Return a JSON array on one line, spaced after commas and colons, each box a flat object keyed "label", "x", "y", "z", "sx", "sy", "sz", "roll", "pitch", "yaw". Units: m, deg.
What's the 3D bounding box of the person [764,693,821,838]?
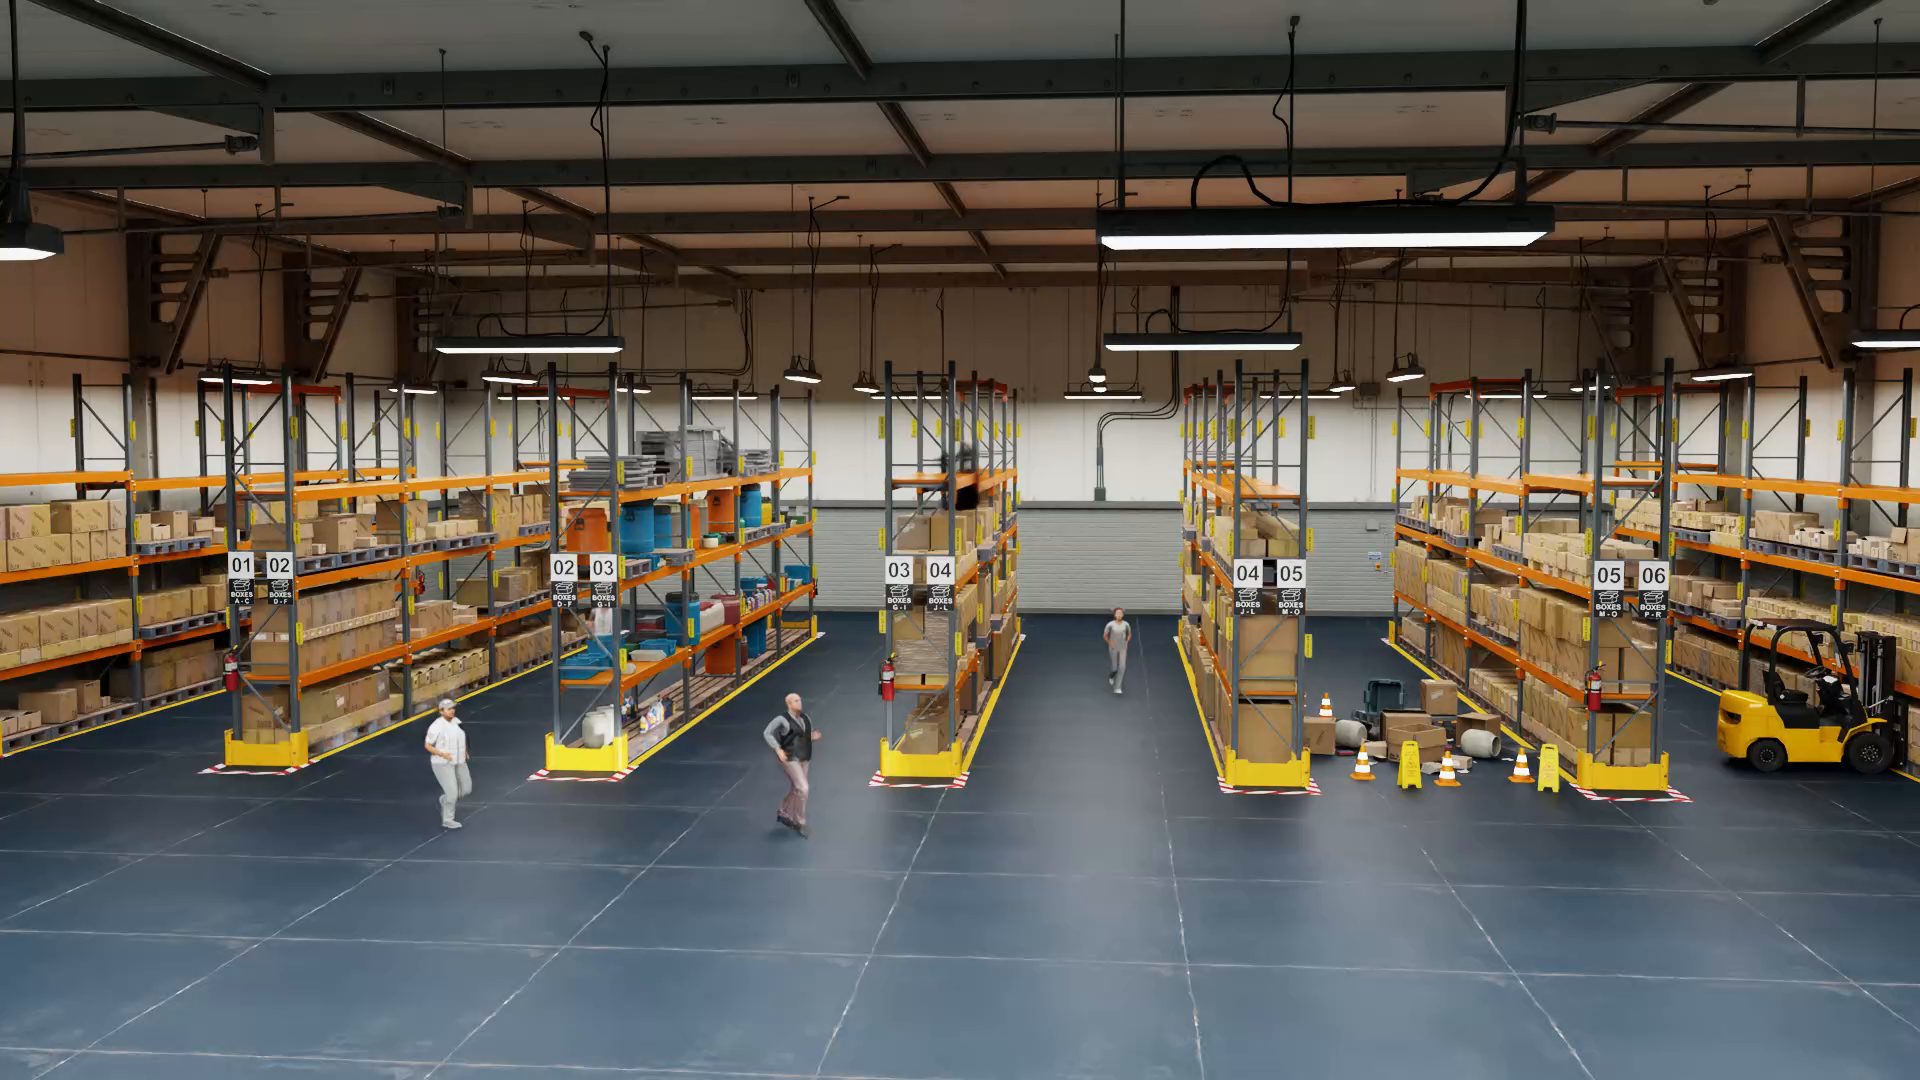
[{"label": "person", "x": -2.041, "y": 2.790, "z": 20.638, "sx": 0.724, "sy": 1.781, "sz": 0.639, "roll": 3, "pitch": 5, "yaw": 34}]

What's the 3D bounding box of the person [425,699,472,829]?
[{"label": "person", "x": -6.460, "y": 2.813, "z": 21.000, "sx": 0.575, "sy": 1.617, "sz": 0.604, "roll": 2, "pitch": 4, "yaw": 33}]

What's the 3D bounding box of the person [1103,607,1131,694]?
[{"label": "person", "x": 3.011, "y": 2.096, "z": 31.750, "sx": 0.556, "sy": 1.633, "sz": 0.733, "roll": -1, "pitch": 4, "yaw": -8}]

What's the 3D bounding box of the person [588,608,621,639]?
[{"label": "person", "x": -7.121, "y": 1.939, "z": 33.272, "sx": 0.652, "sy": 1.740, "sz": 0.581, "roll": -1, "pitch": 4, "yaw": -9}]
